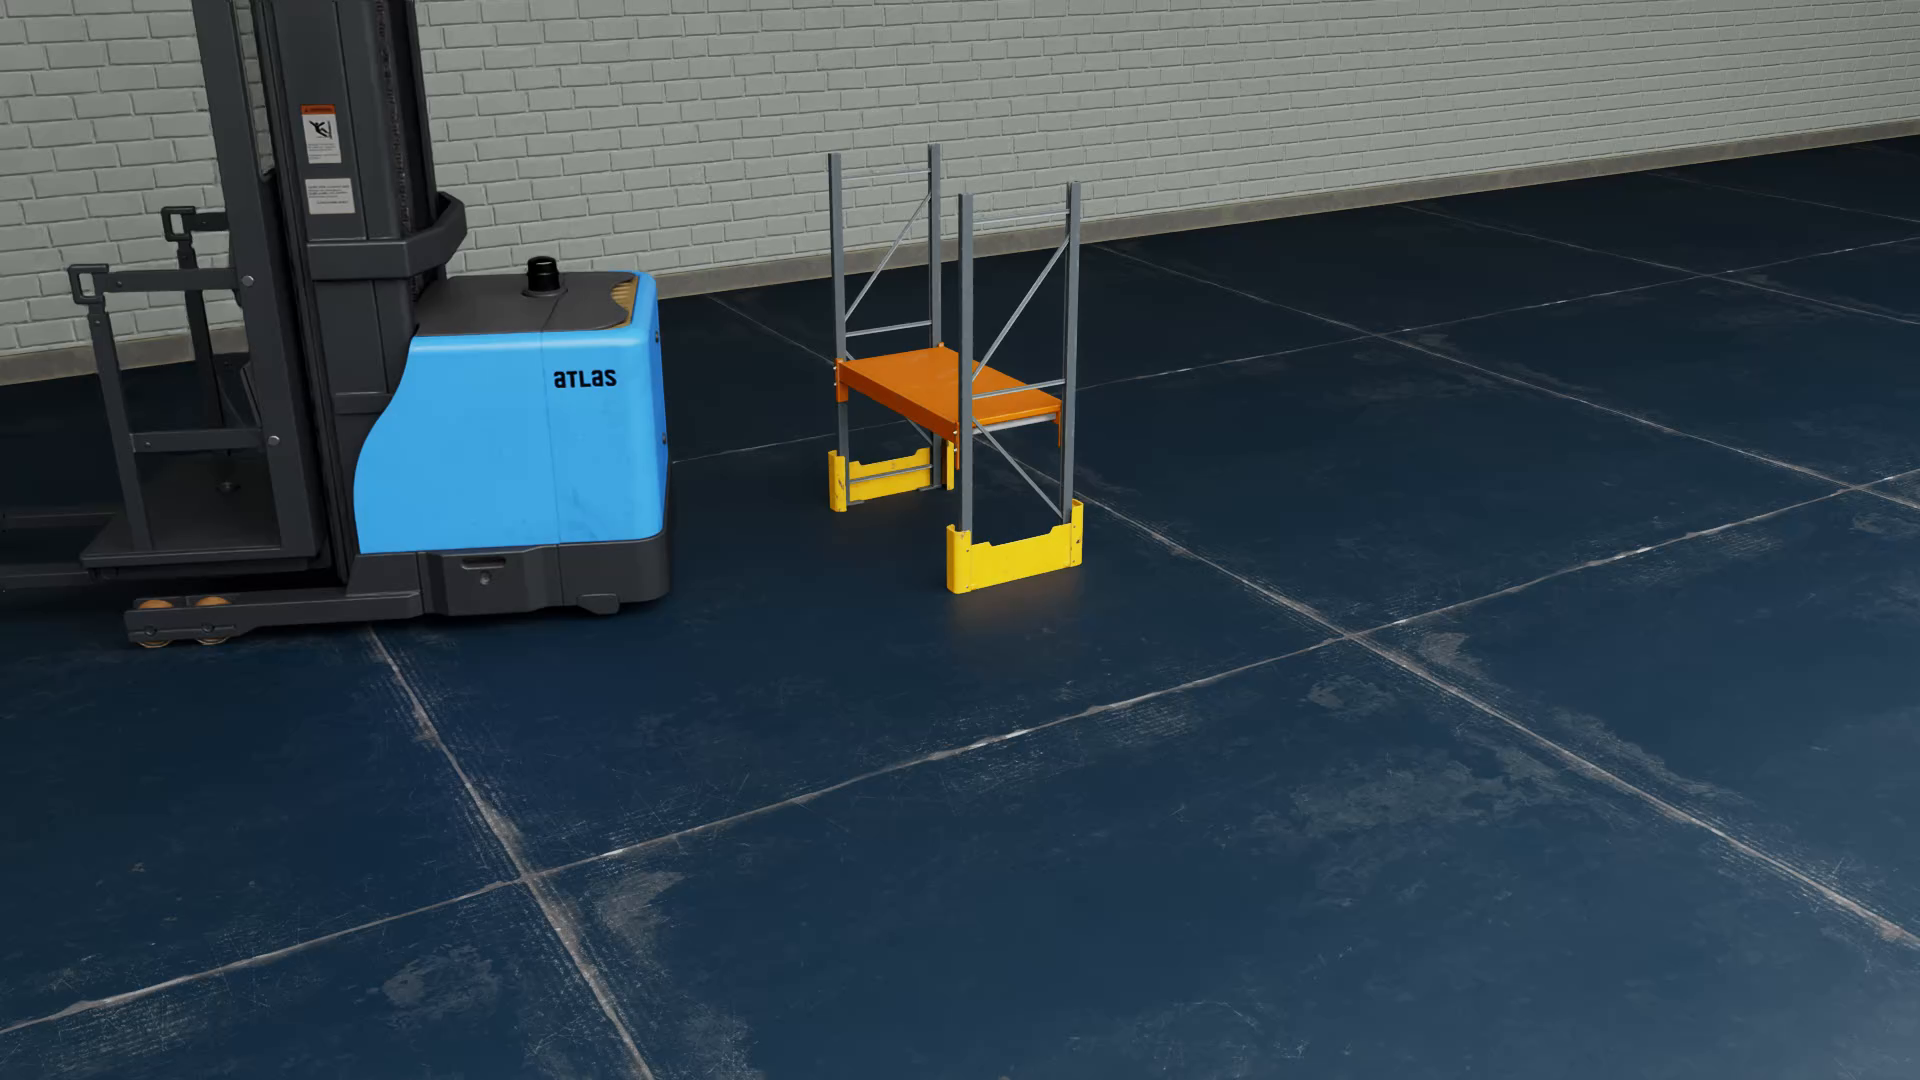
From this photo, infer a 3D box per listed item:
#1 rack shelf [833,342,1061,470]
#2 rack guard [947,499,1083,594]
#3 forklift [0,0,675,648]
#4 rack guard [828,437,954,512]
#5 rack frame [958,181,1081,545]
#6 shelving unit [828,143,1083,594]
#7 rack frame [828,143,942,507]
[{"bbox_3d":[-0.044,-0.556,6.665,0.538,0.185,1.000,-13,25,-28],"label":"rack shelf"},{"bbox_3d":[0.215,0.021,6.428,0.587,0.250,0.087,-13,25,-28],"label":"rack guard"},{"bbox_3d":[-2.634,-1.189,5.843,3.031,2.935,1.130,-3,22,-7],"label":"forklift"},{"bbox_3d":[-0.293,-0.302,7.222,0.587,0.250,0.087,-13,25,-28],"label":"rack guard"},{"bbox_3d":[0.216,-0.558,6.192,0.500,1.500,0.032,-13,25,-28],"label":"rack frame"},{"bbox_3d":[-0.039,-0.719,6.590,0.587,1.500,1.083,-13,25,-28],"label":"shelving unit"},{"bbox_3d":[-0.303,-0.887,7.002,0.500,1.500,0.032,-13,25,-28],"label":"rack frame"}]
